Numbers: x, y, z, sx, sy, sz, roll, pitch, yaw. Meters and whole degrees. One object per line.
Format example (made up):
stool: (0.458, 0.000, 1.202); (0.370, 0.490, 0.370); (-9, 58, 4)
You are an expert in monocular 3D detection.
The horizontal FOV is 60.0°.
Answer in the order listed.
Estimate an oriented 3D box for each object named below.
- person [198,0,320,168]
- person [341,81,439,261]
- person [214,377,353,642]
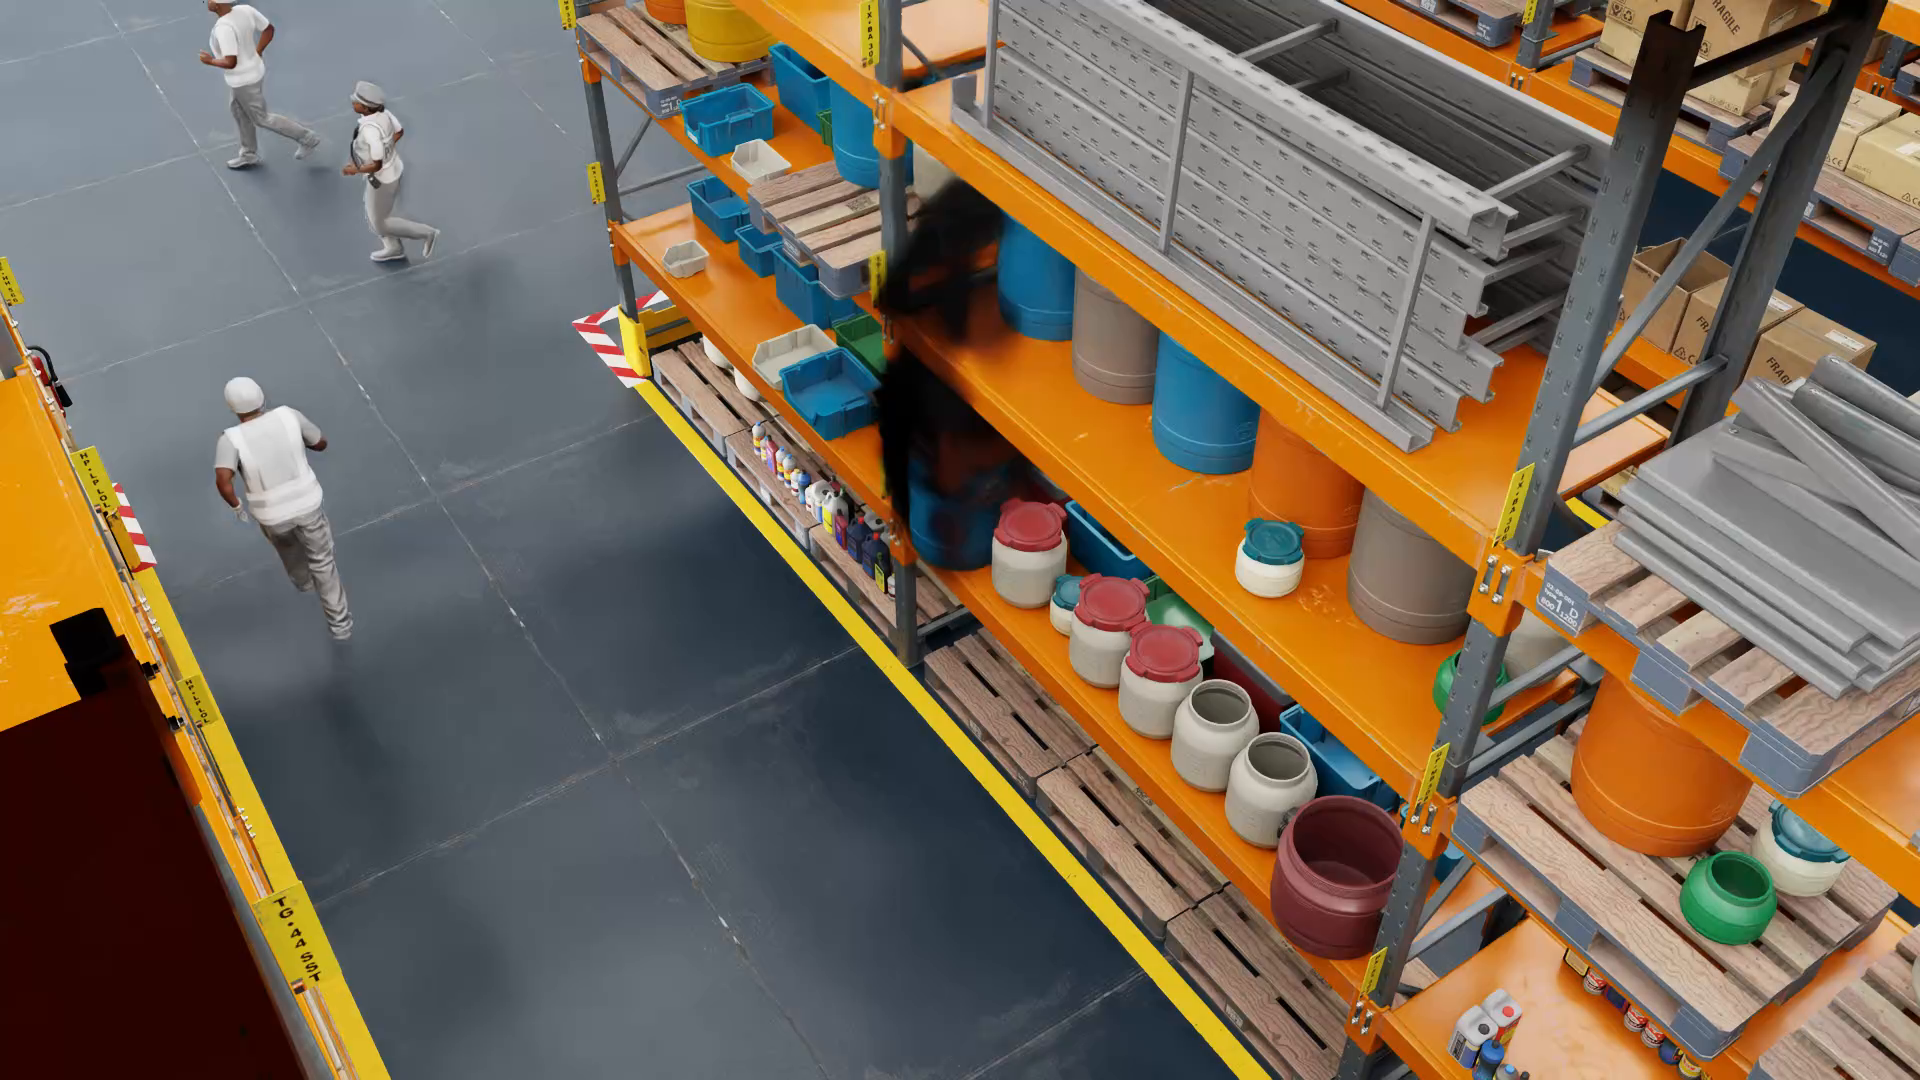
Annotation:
person: (-6.398, -4.144, 14.958); (0.915, 1.780, 0.682); (-3, 43, -4)
person: (-4.770, -3.046, 13.852); (0.659, 1.660, 0.607); (-1, 43, -1)
person: (-4.109, -0.147, 10.238); (0.674, 1.863, 0.917); (-21, 47, -21)
